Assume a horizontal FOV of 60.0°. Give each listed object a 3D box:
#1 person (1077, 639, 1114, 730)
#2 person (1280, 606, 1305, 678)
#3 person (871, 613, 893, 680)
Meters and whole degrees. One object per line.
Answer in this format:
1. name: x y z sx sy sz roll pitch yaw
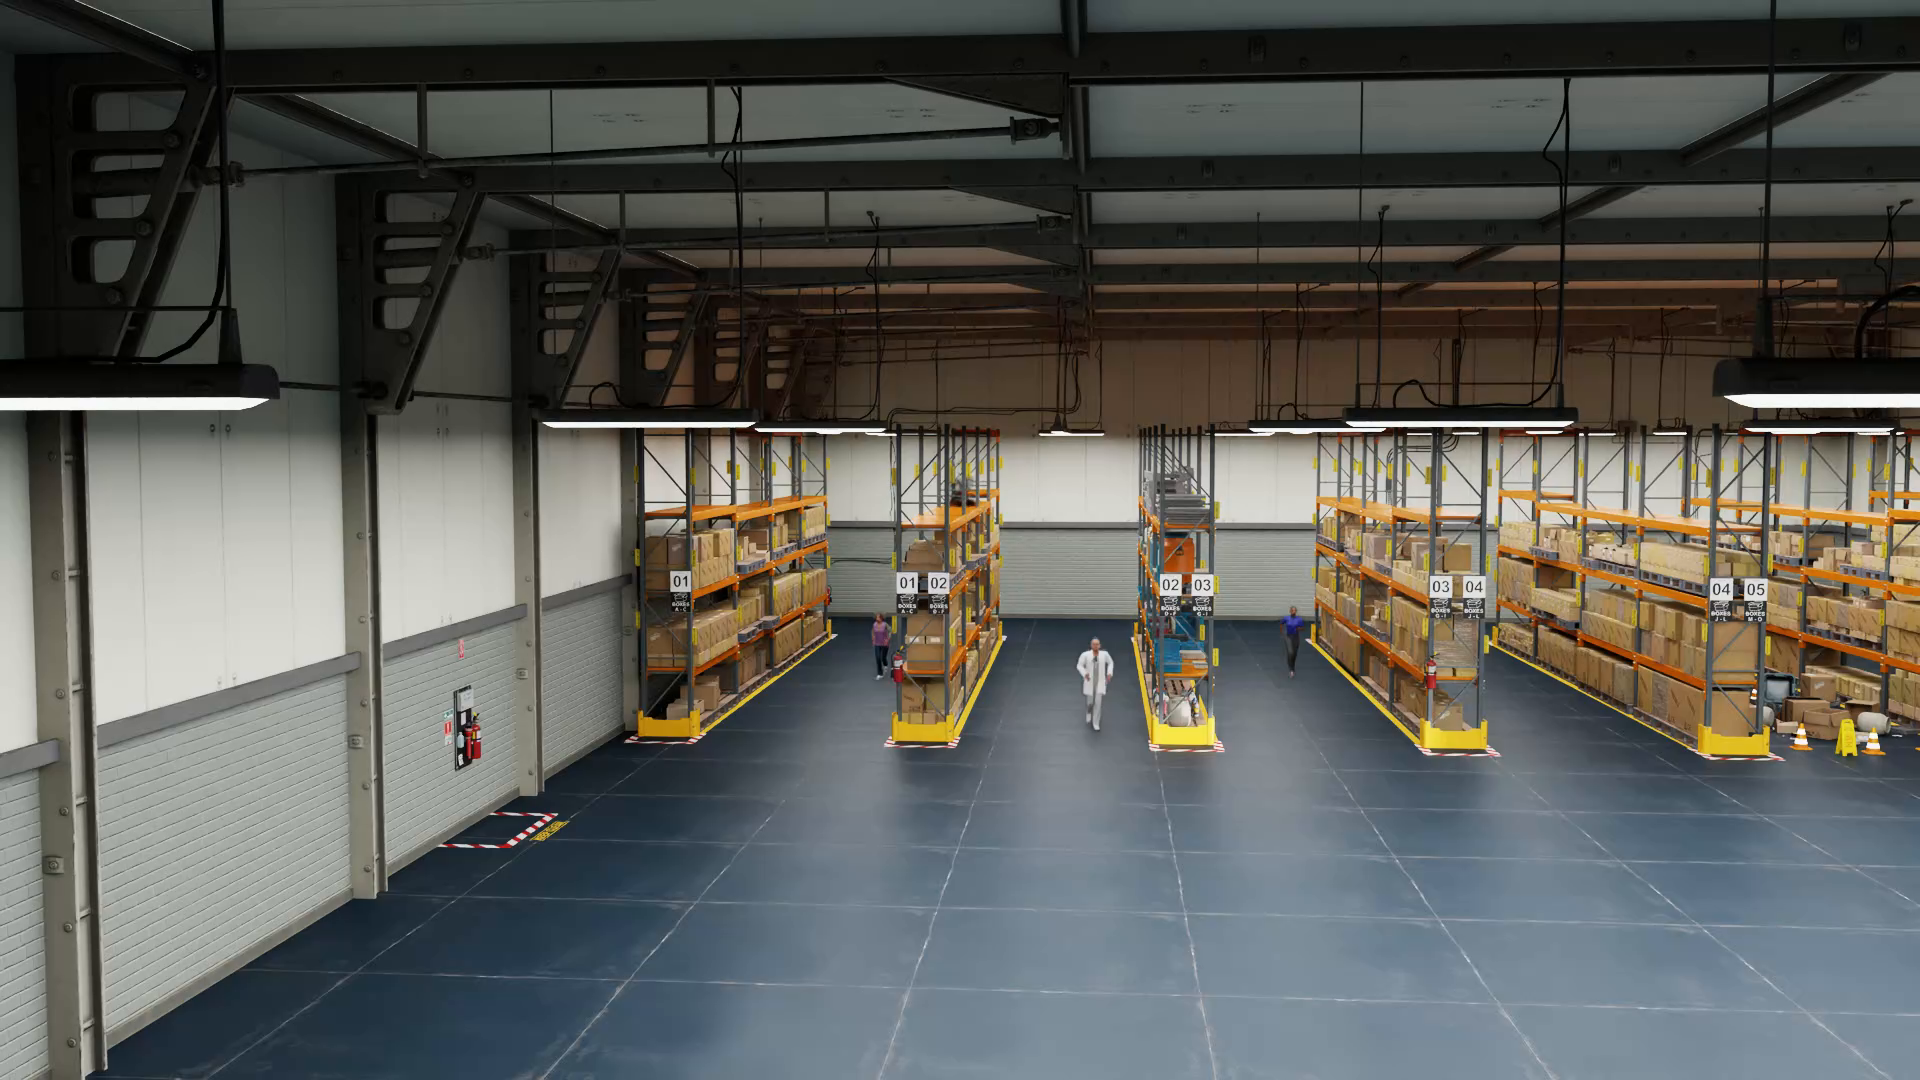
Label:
1. person: 2.690 2.838 33.021 0.737 1.775 0.836 0 3 2
2. person: 8.044 2.438 40.232 0.547 1.704 0.864 0 3 0
3. person: -1.856 2.524 39.722 0.540 1.596 0.674 1 4 12
